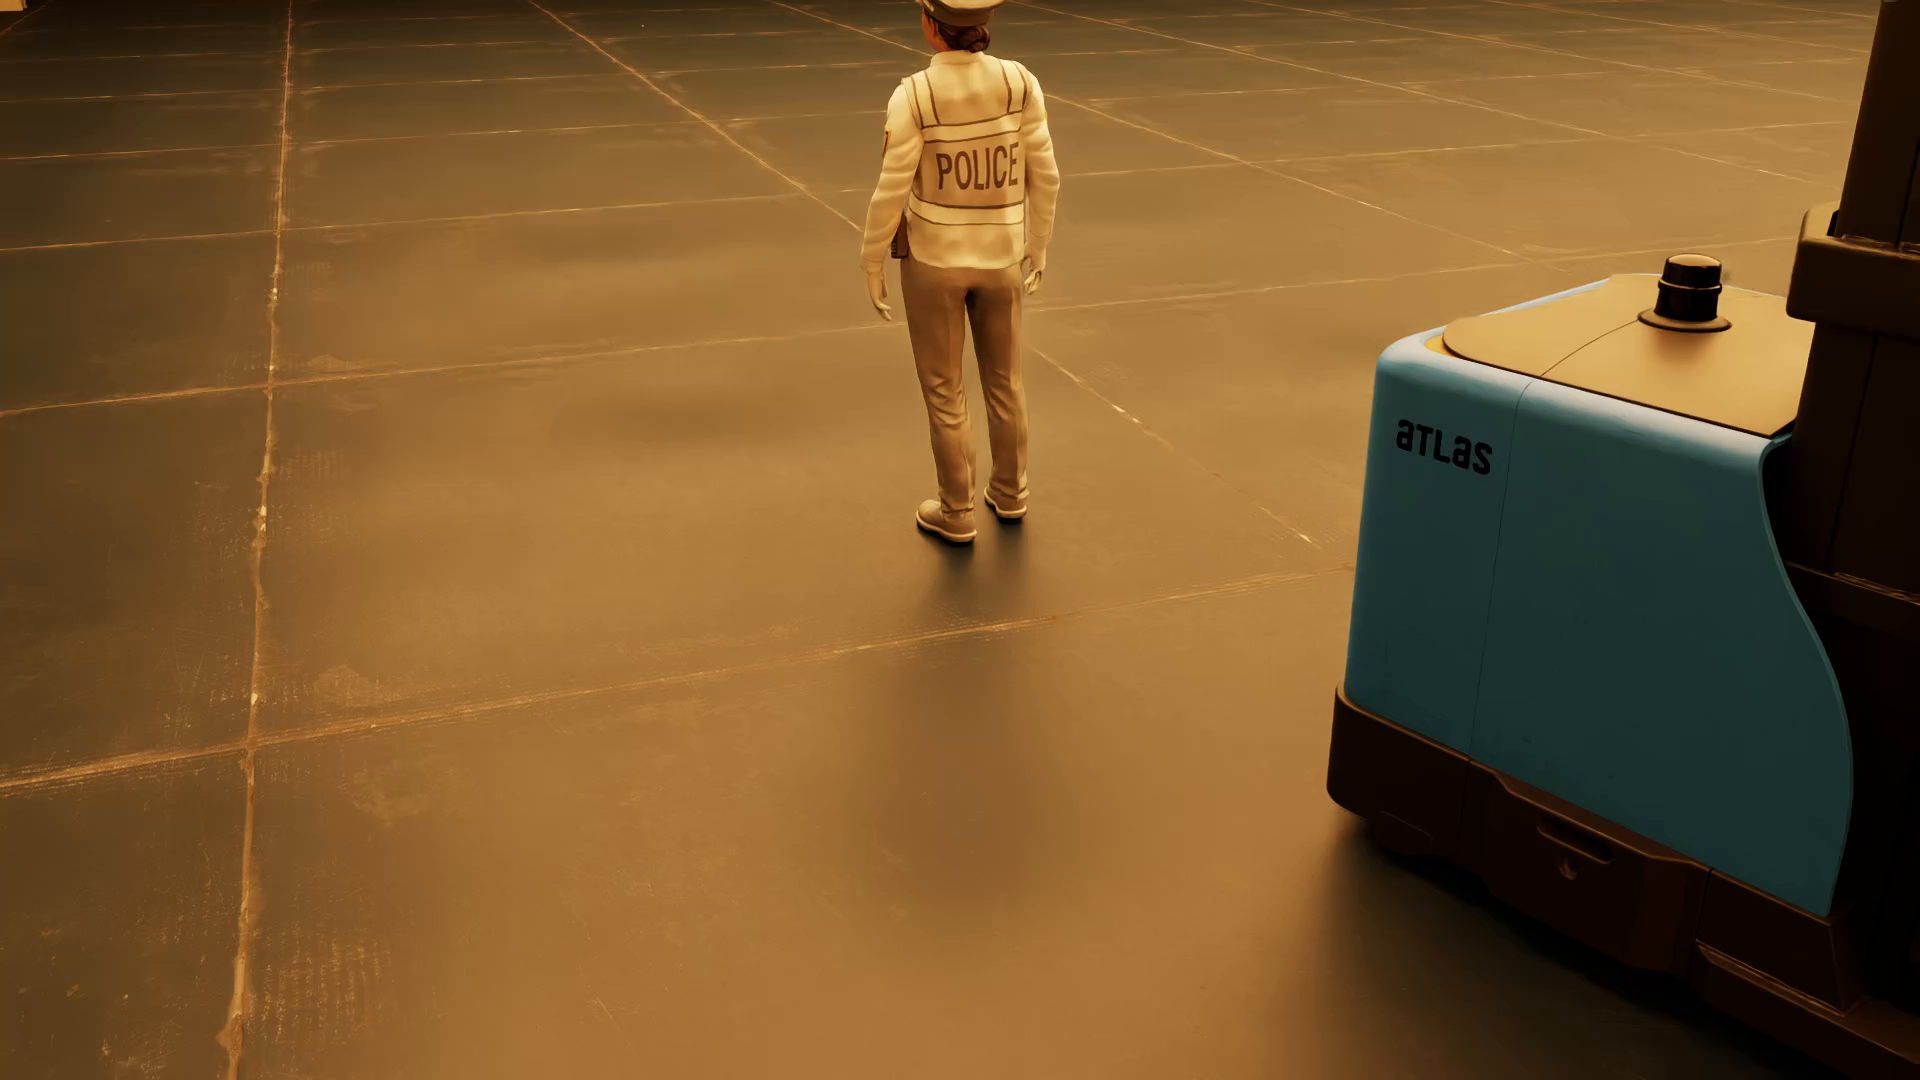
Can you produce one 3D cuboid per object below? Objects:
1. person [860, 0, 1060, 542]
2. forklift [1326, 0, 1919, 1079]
[{"bbox_3d":[-0.017,-0.813,4.808,0.588,1.696,0.533,-8,24,-18],"label":"person"},{"bbox_3d":[2.125,-0.425,2.309,1.130,2.935,3.031,-18,29,-36],"label":"forklift"}]
